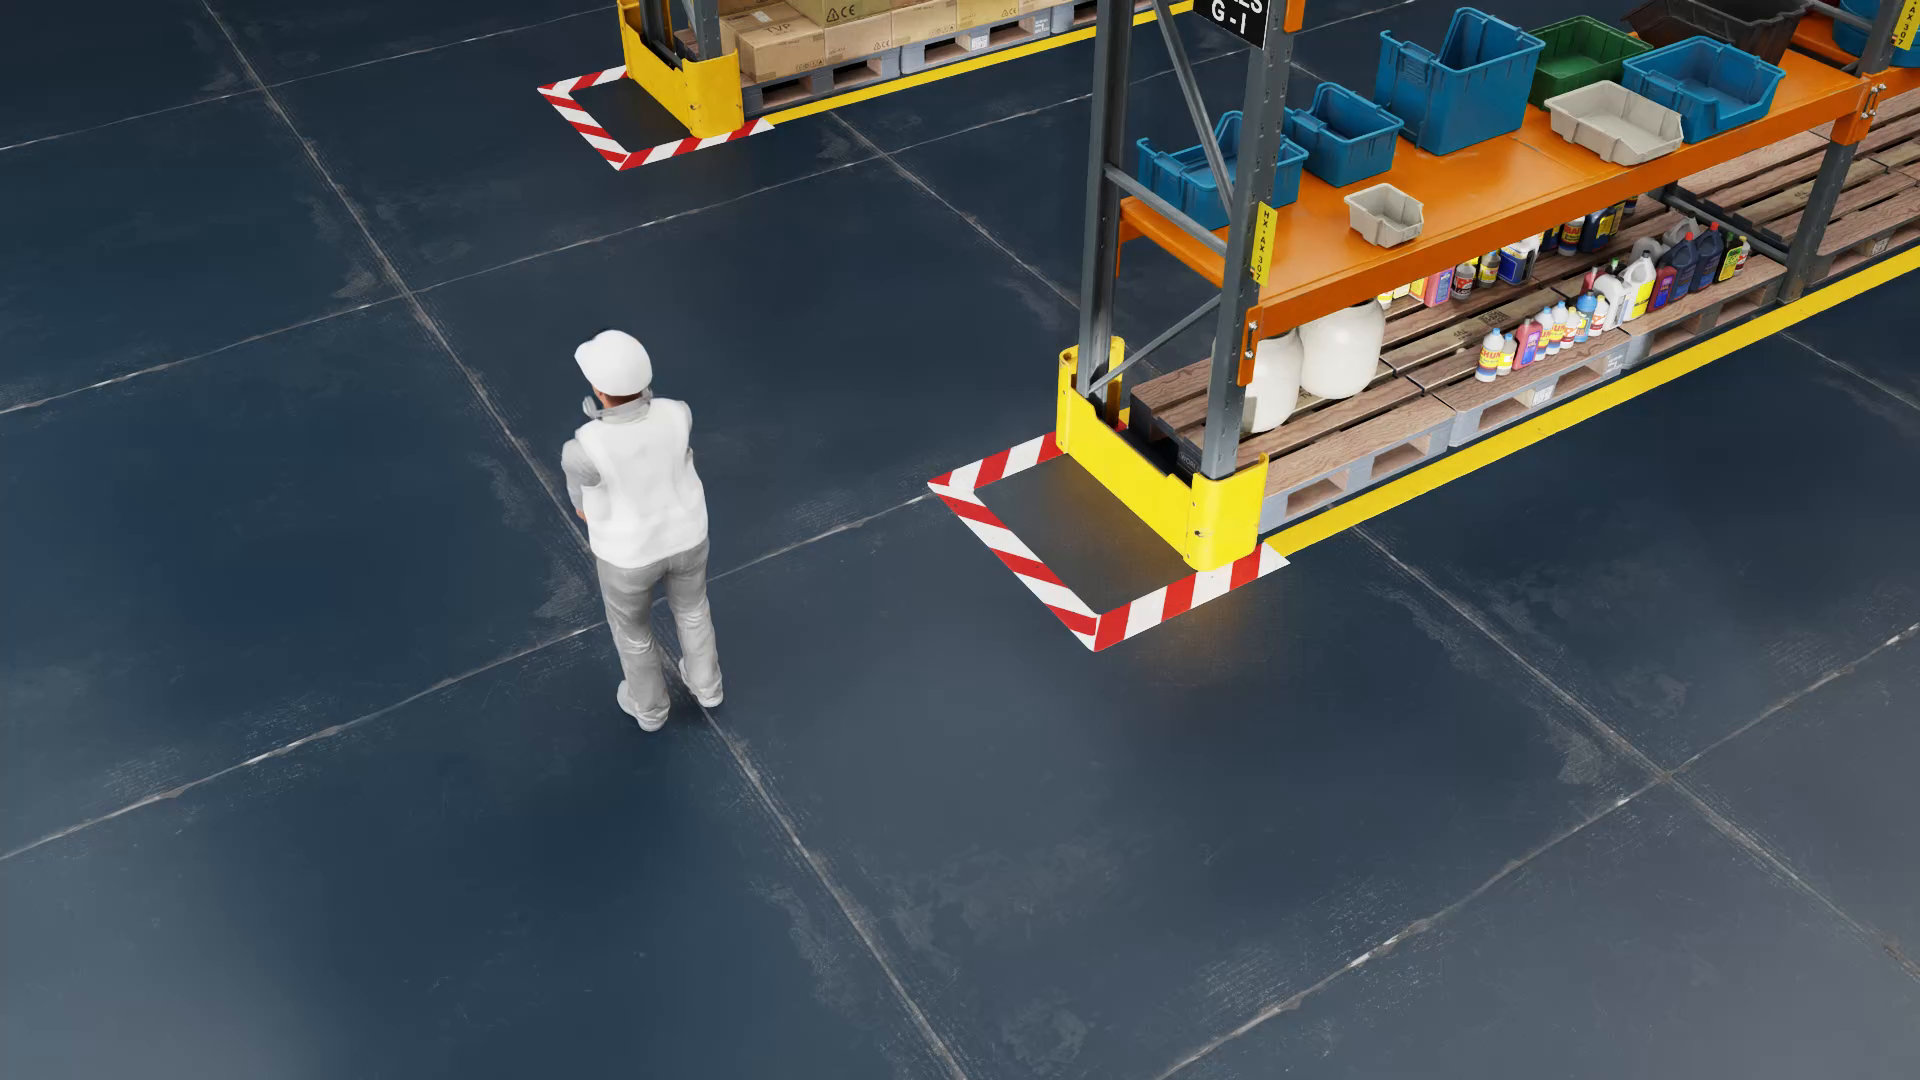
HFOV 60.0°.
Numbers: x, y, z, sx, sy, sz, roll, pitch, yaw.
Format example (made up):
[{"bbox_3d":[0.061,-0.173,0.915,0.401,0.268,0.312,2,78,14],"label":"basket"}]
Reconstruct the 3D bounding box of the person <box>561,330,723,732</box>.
[{"bbox_3d":[-1.211,-0.056,6.207,0.495,1.772,0.554,-23,46,-25],"label":"person"}]
